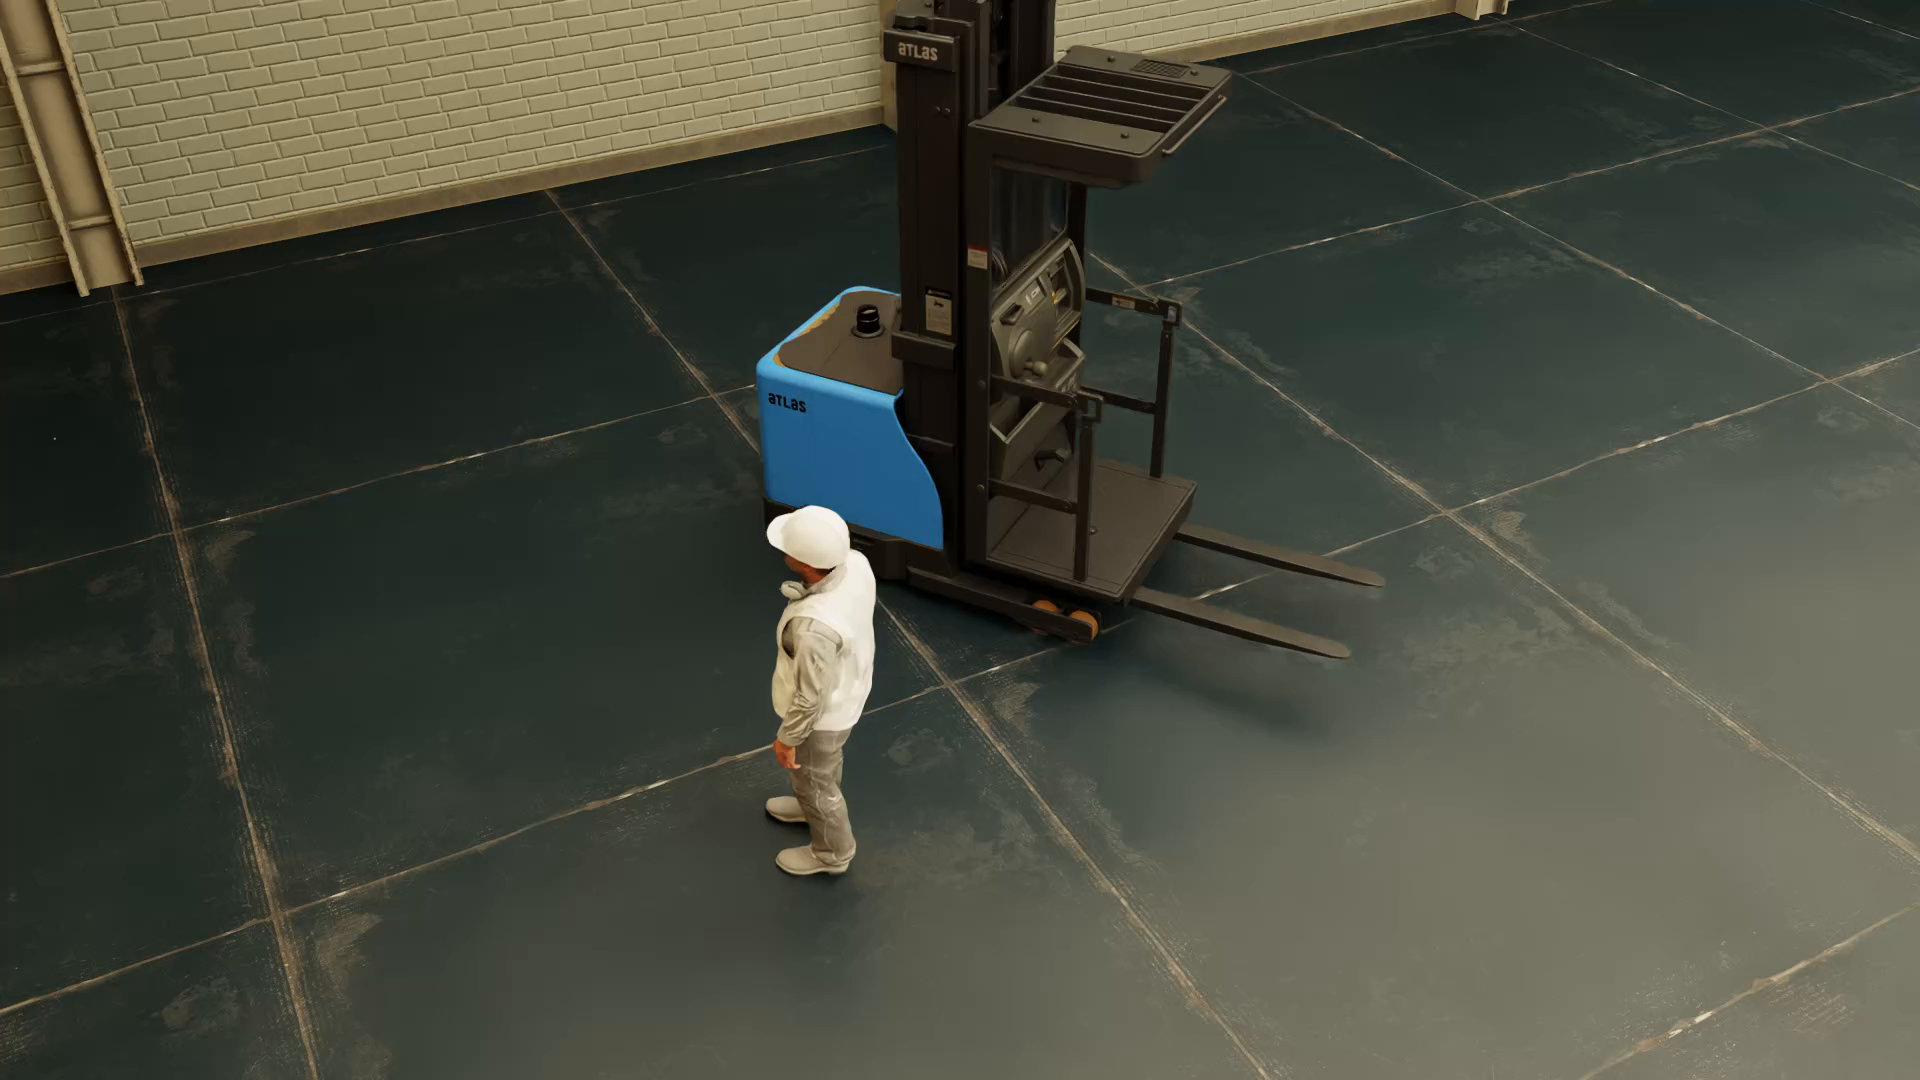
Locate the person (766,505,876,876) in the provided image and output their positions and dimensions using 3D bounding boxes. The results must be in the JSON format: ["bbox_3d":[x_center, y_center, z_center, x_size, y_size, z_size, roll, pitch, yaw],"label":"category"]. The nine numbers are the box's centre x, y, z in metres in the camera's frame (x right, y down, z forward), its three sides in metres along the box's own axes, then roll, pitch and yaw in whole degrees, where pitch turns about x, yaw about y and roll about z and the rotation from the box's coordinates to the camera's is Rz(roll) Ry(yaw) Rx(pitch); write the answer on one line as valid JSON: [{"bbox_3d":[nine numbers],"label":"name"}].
[{"bbox_3d":[-0.598,0.576,6.306,0.559,1.779,0.656,8,36,11],"label":"person"}]

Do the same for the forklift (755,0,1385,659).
[{"bbox_3d":[0.545,-1.042,7.596,3.031,2.935,1.130,16,38,21],"label":"forklift"}]
